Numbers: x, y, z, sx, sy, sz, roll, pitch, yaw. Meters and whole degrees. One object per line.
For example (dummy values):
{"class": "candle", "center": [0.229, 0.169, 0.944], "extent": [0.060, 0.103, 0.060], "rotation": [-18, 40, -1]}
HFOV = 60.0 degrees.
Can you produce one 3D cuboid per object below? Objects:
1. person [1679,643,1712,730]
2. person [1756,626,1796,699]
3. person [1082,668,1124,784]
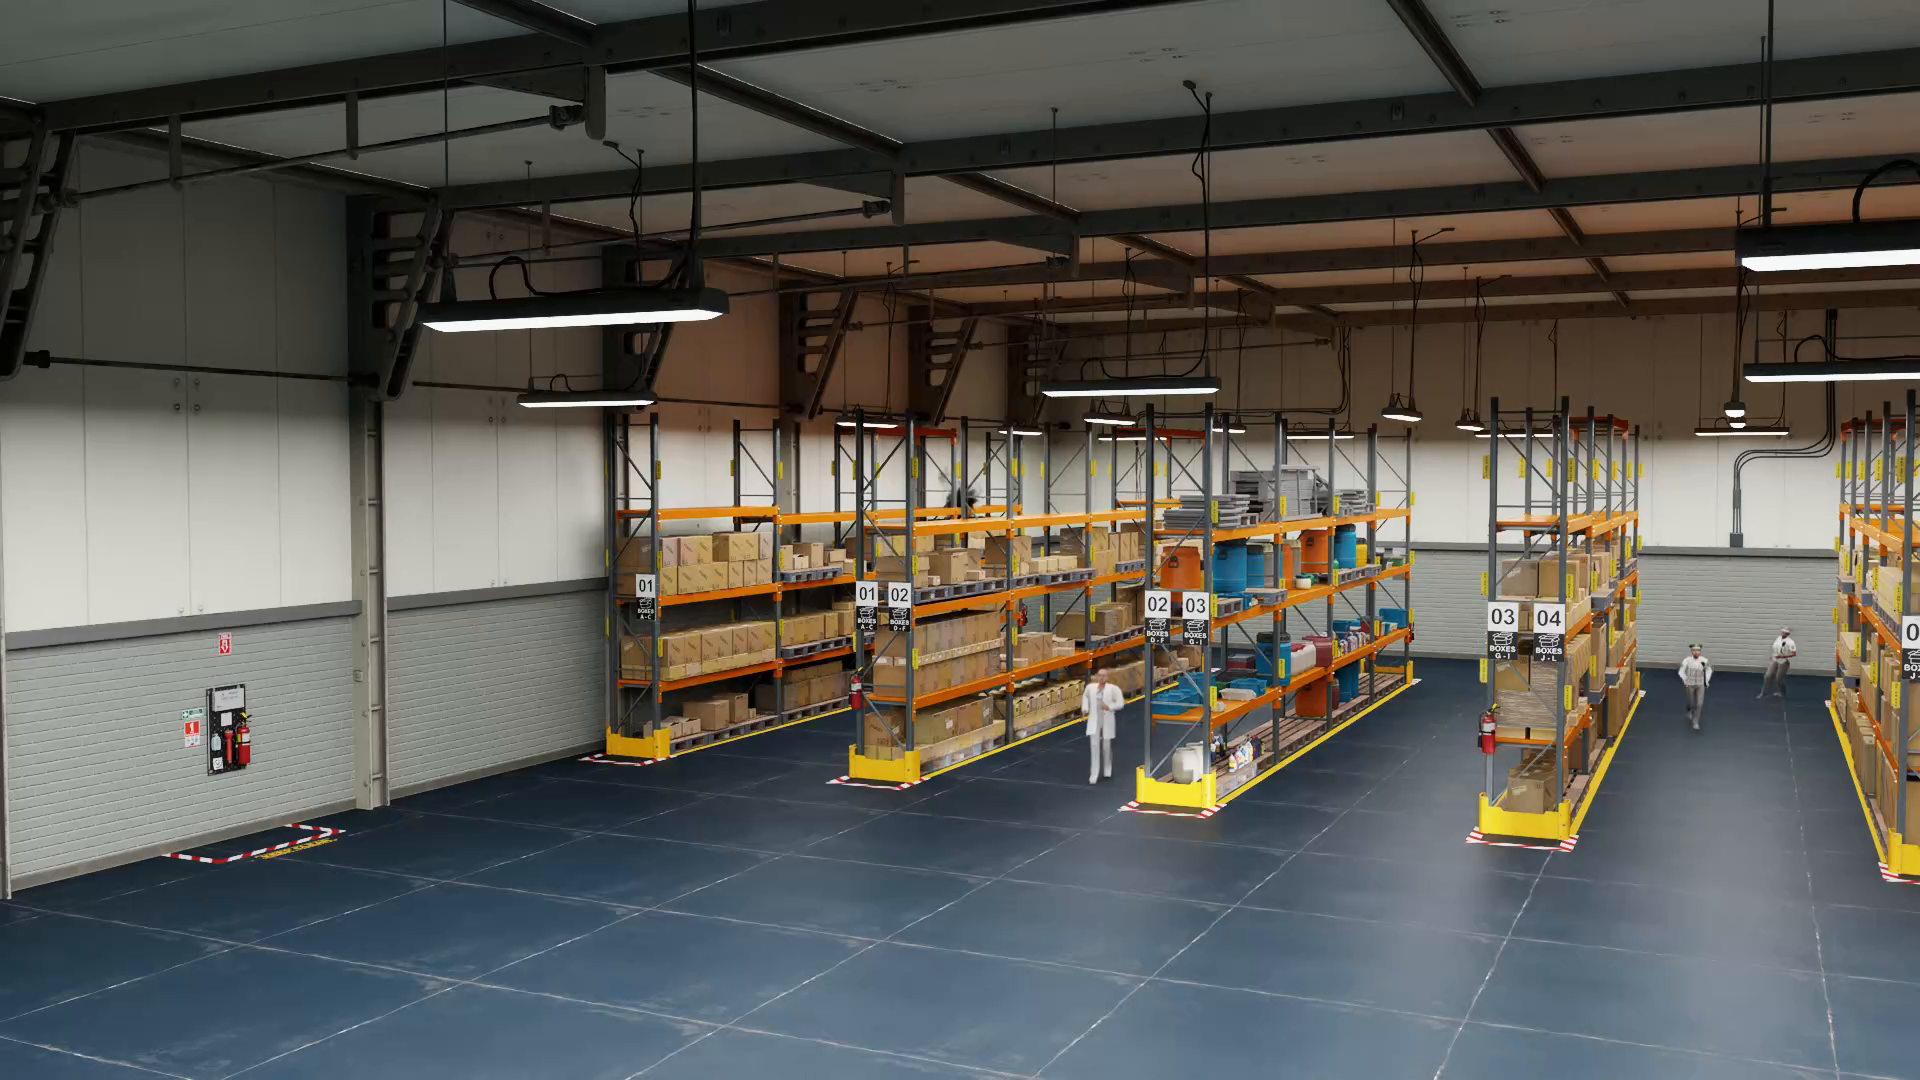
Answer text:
{"class": "person", "center": [14.290, 2.818, 32.314], "extent": [0.607, 1.663, 0.769], "rotation": [1, 3, 18]}
{"class": "person", "center": [17.908, 2.694, 36.257], "extent": [0.686, 1.679, 0.792], "rotation": [-1, 3, -25]}
{"class": "person", "center": [2.293, 2.962, 26.761], "extent": [0.703, 1.798, 0.963], "rotation": [1, 2, 12]}
